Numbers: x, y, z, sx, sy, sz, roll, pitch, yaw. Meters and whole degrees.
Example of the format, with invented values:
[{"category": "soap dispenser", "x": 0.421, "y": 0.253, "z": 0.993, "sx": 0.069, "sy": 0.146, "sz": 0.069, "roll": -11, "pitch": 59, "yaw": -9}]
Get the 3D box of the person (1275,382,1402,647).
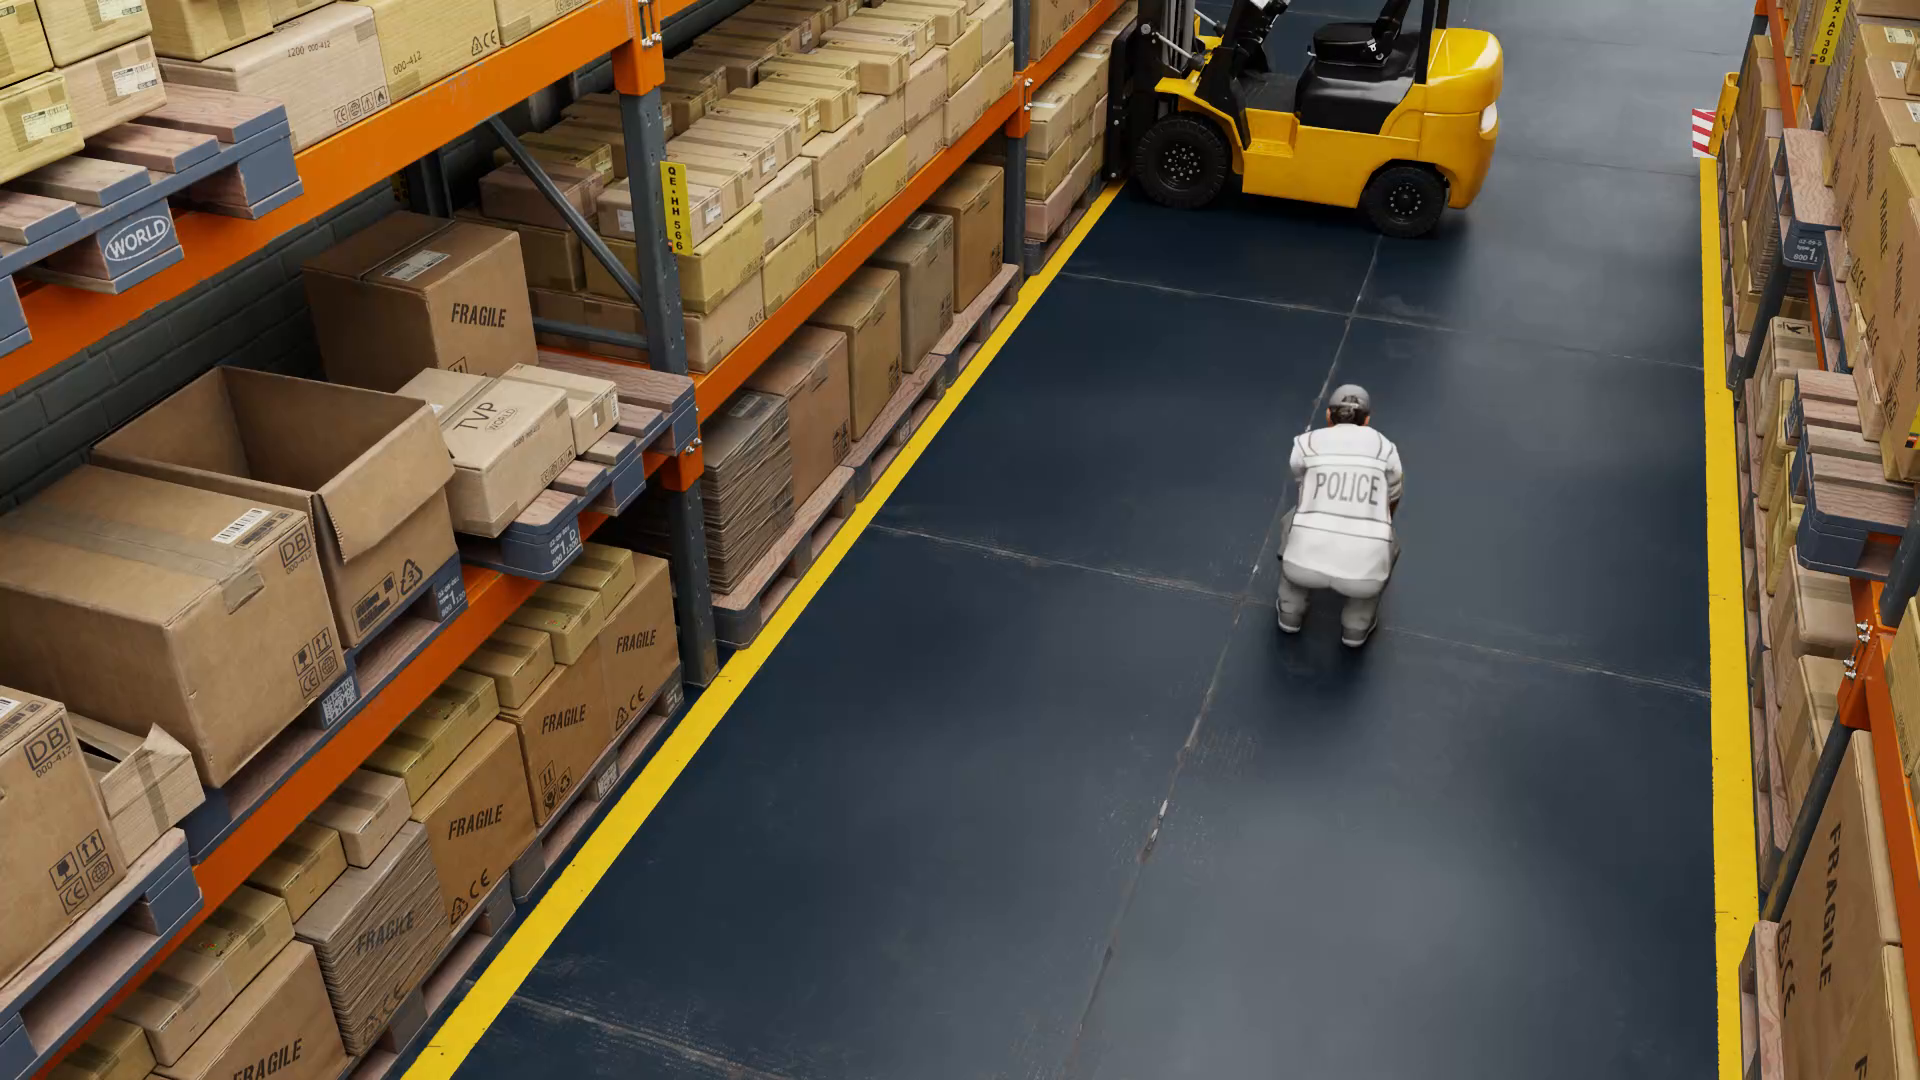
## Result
[{"category": "person", "x": 1.595, "y": -0.100, "z": 6.953, "sx": 0.510, "sy": 0.952, "sz": 0.869, "roll": 10, "pitch": 35, "yaw": 15}]
